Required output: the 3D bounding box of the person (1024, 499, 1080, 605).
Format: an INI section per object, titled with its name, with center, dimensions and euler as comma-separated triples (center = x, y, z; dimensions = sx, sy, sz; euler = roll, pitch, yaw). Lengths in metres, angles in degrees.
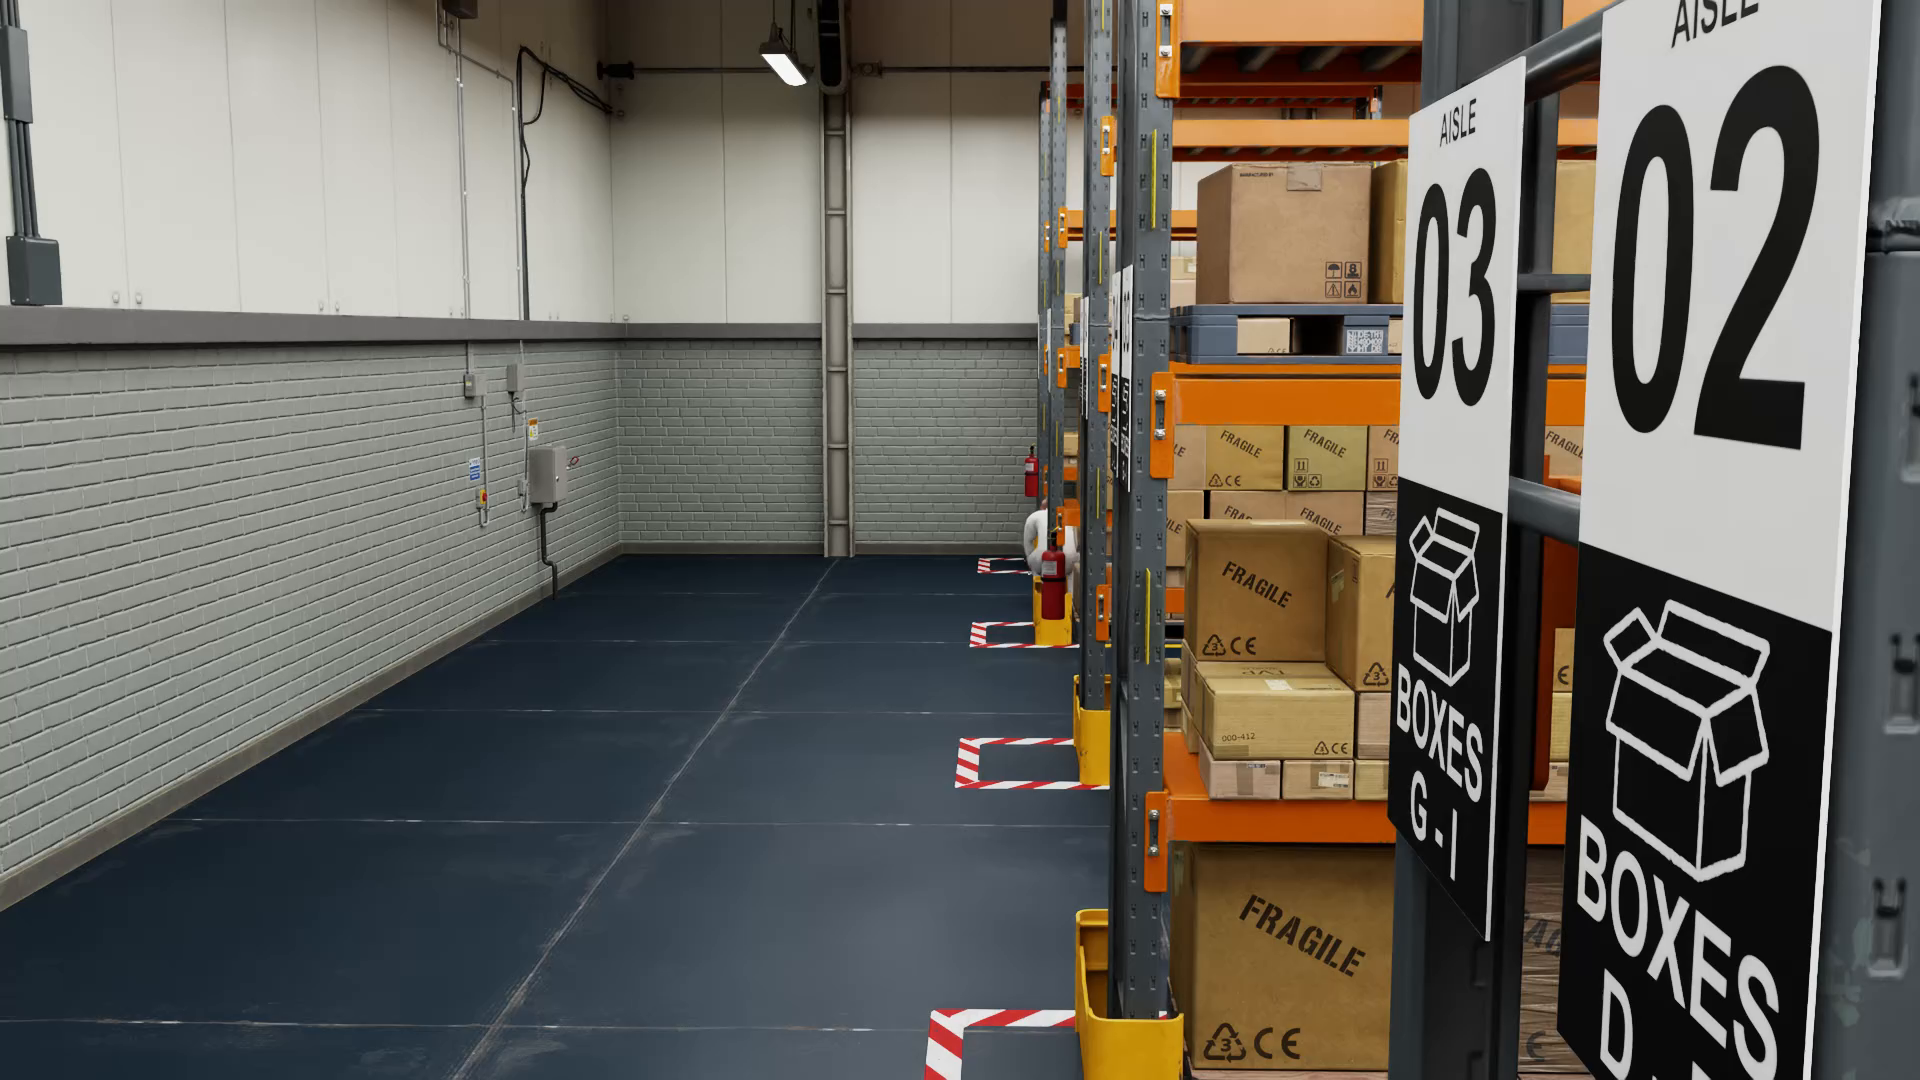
[person]
center = 1.012, 0.178, 18.261
dimensions = 0.620, 1.072, 0.838
euler = 0, 7, 1
